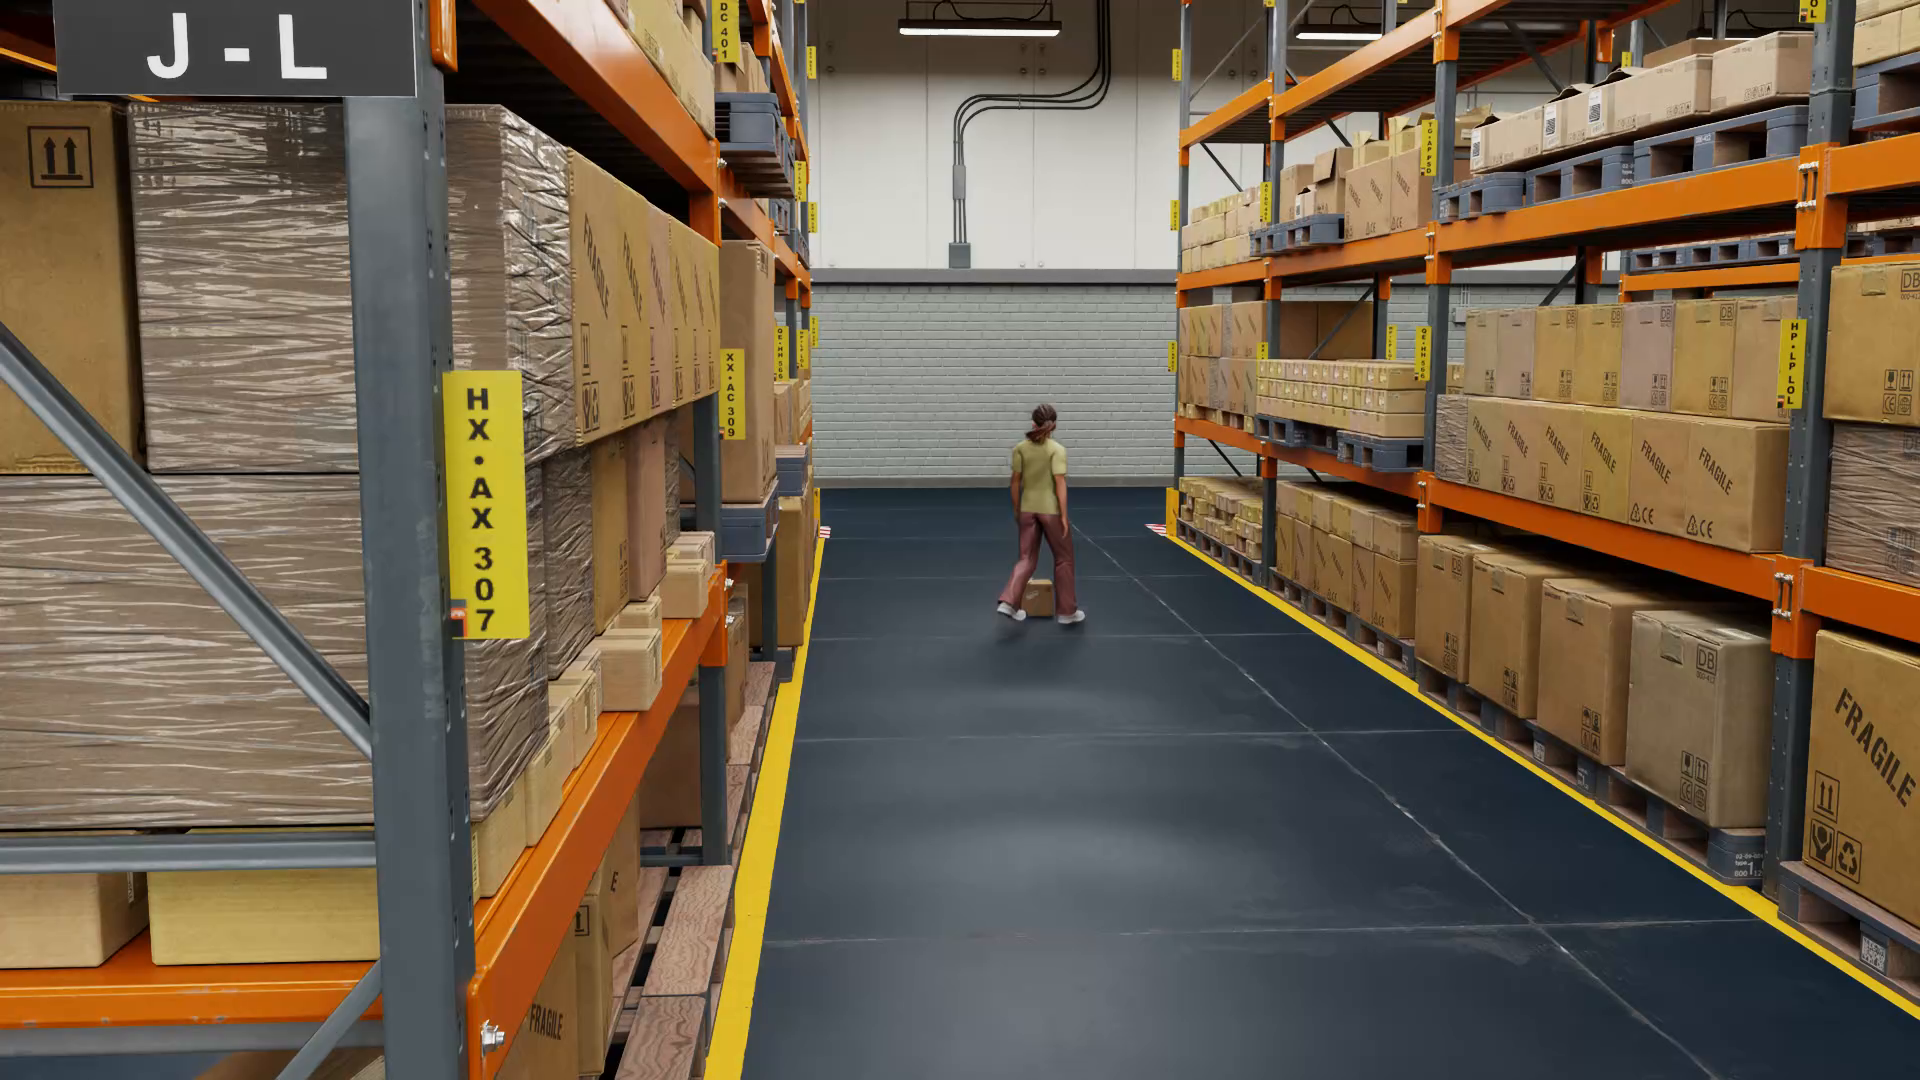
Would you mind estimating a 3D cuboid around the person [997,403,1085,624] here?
[{"bbox_3d":[0.599,-0.180,12.230,0.474,1.650,0.856,4,8,28],"label":"person"}]
